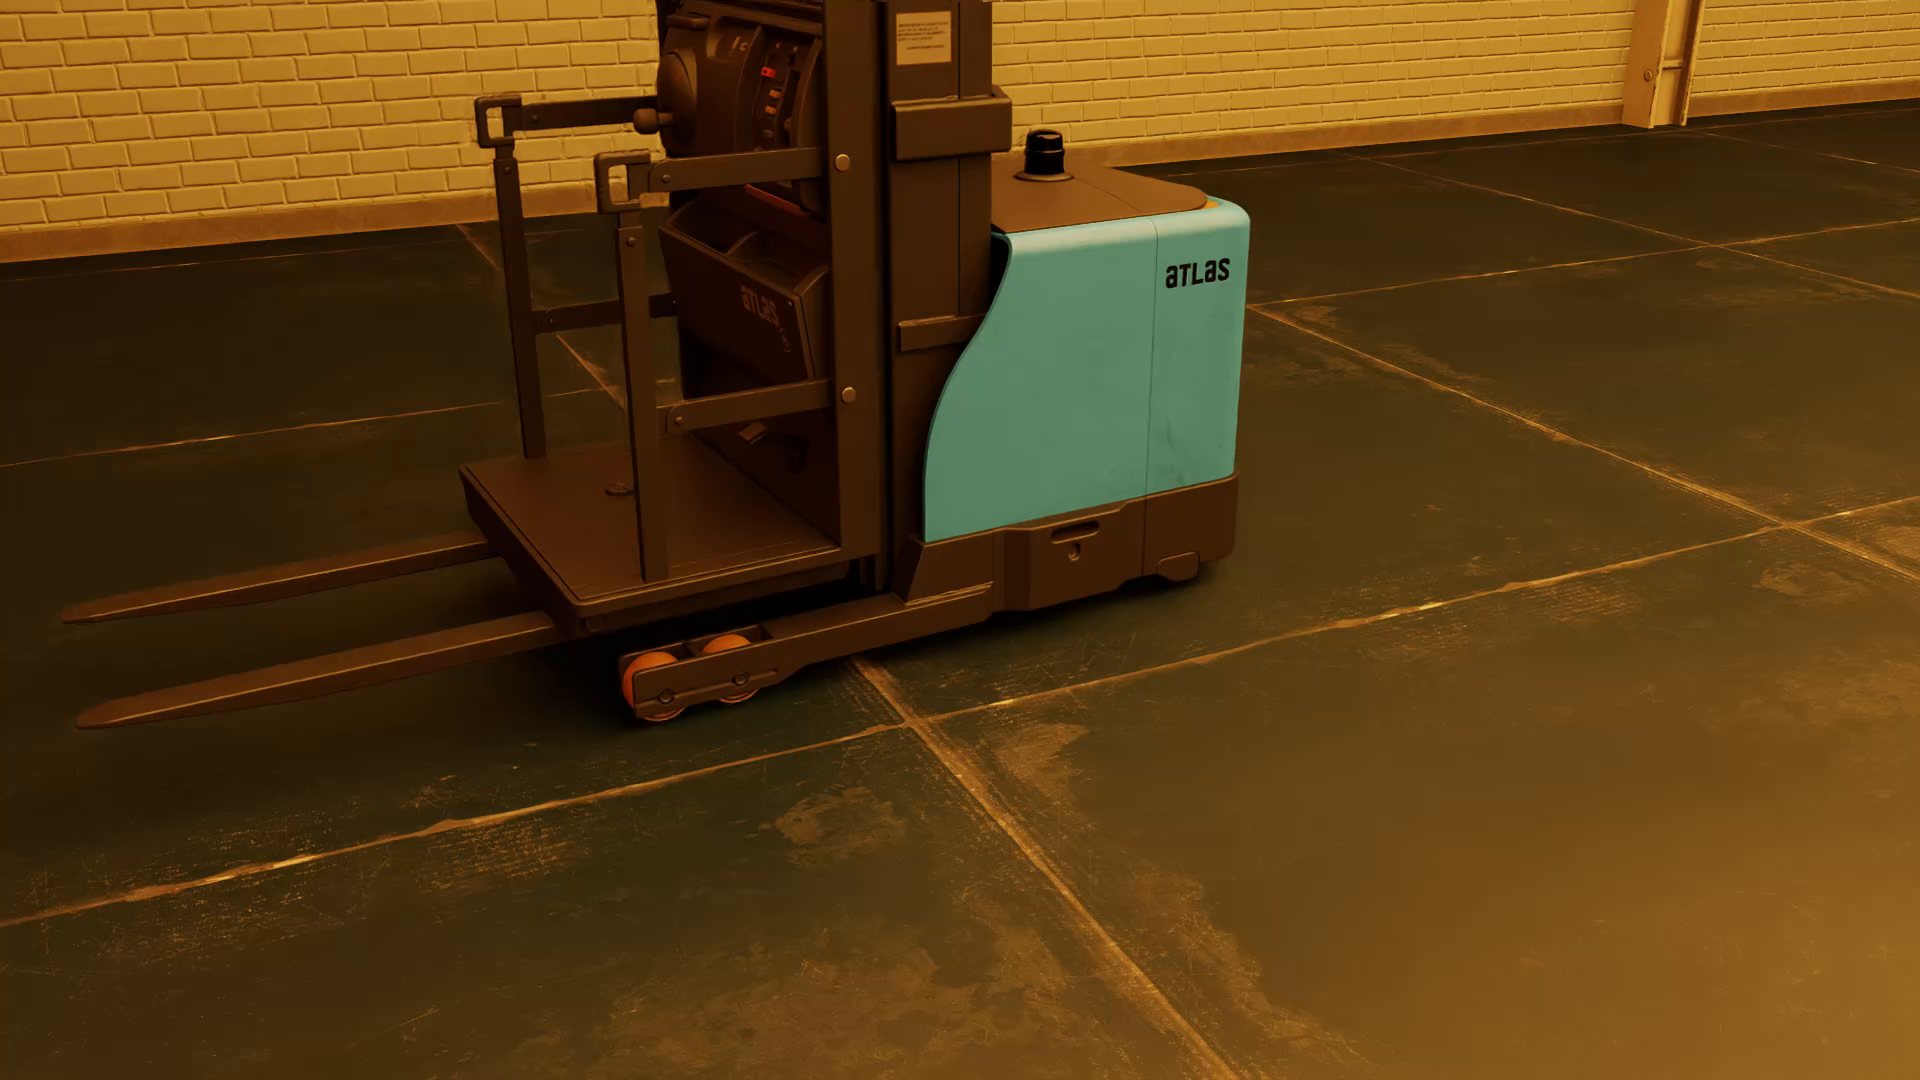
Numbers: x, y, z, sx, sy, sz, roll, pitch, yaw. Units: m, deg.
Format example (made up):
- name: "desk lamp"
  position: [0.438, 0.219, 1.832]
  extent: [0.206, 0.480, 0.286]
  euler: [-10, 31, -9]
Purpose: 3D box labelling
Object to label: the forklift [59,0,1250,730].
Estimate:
- name: "forklift"
  position: [-0.736, -1.143, 4.037]
  extent: [3.031, 2.935, 1.130]
  euler: [-12, 26, -27]
